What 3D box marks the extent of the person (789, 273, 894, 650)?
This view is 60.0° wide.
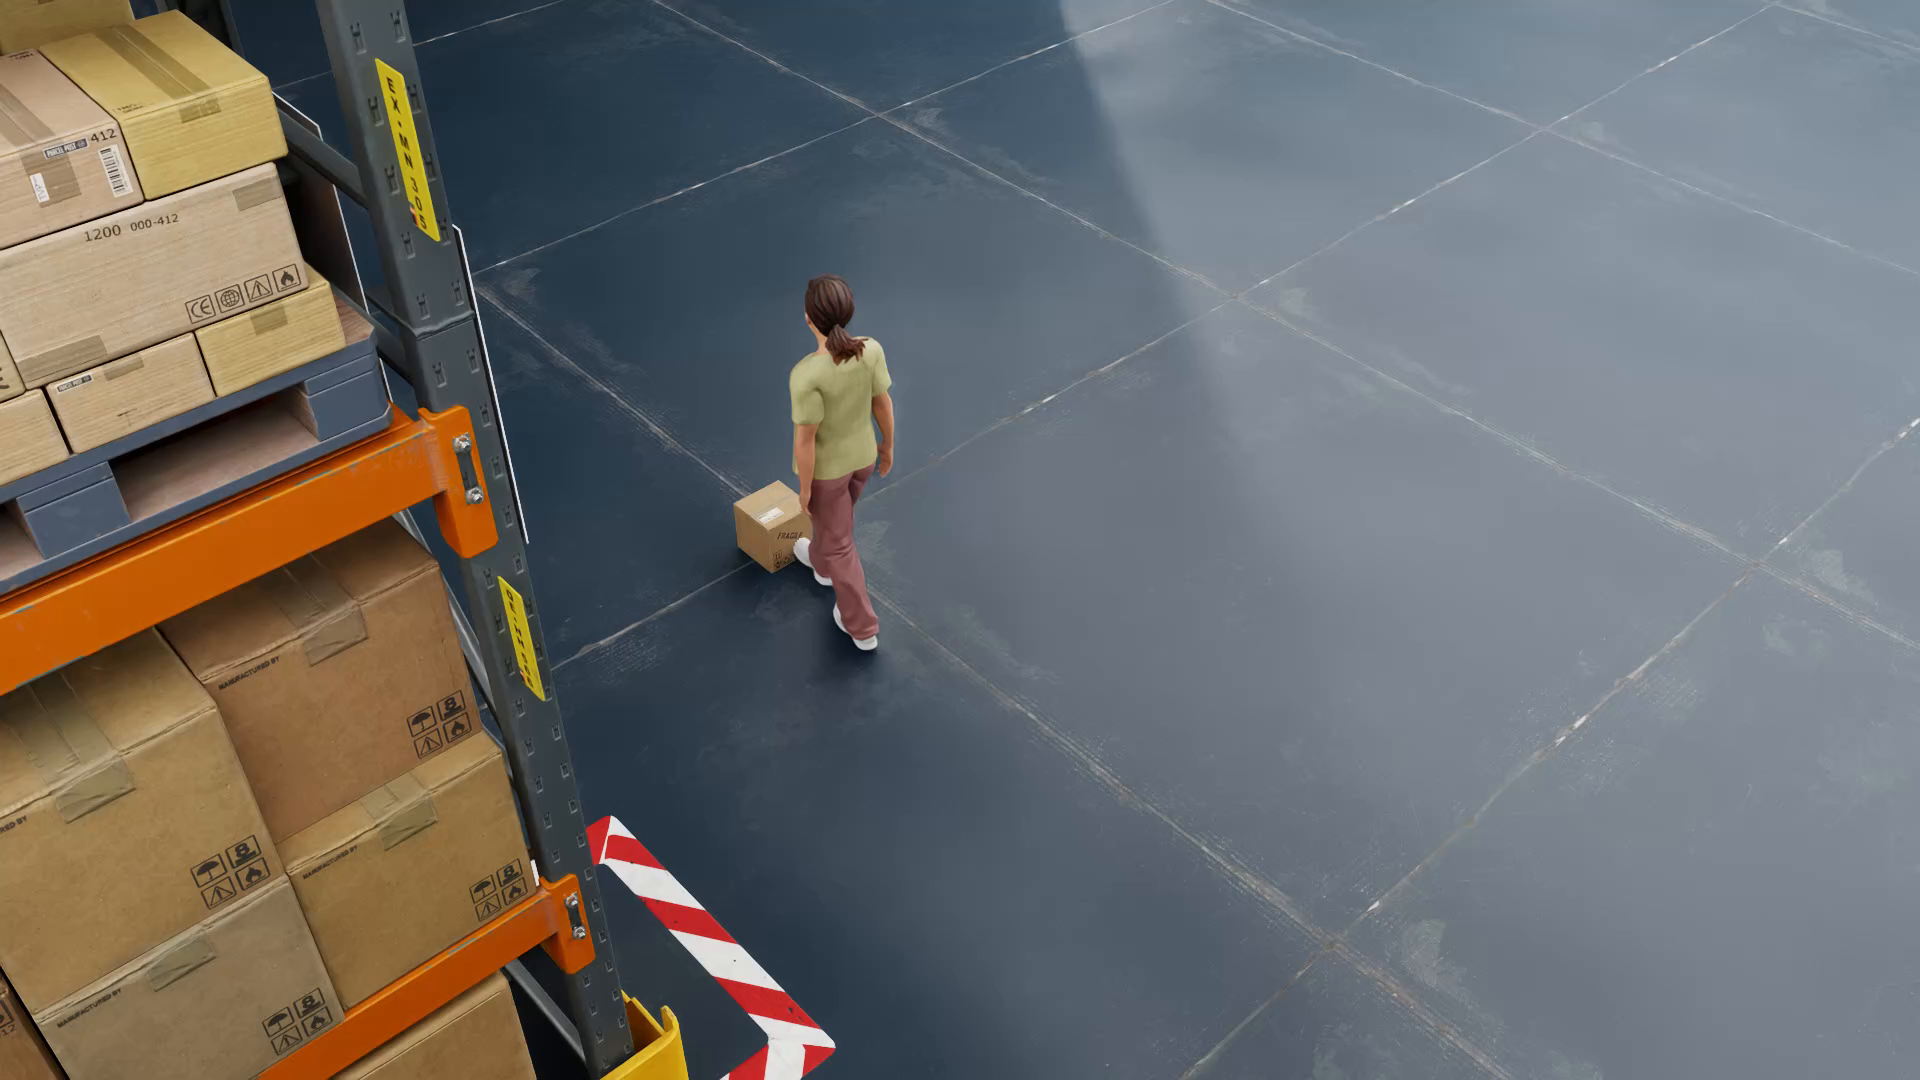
[{"bbox_3d":[-0.565,-0.364,6.579,0.462,1.664,0.725,-29,48,-30],"label":"person"}]
